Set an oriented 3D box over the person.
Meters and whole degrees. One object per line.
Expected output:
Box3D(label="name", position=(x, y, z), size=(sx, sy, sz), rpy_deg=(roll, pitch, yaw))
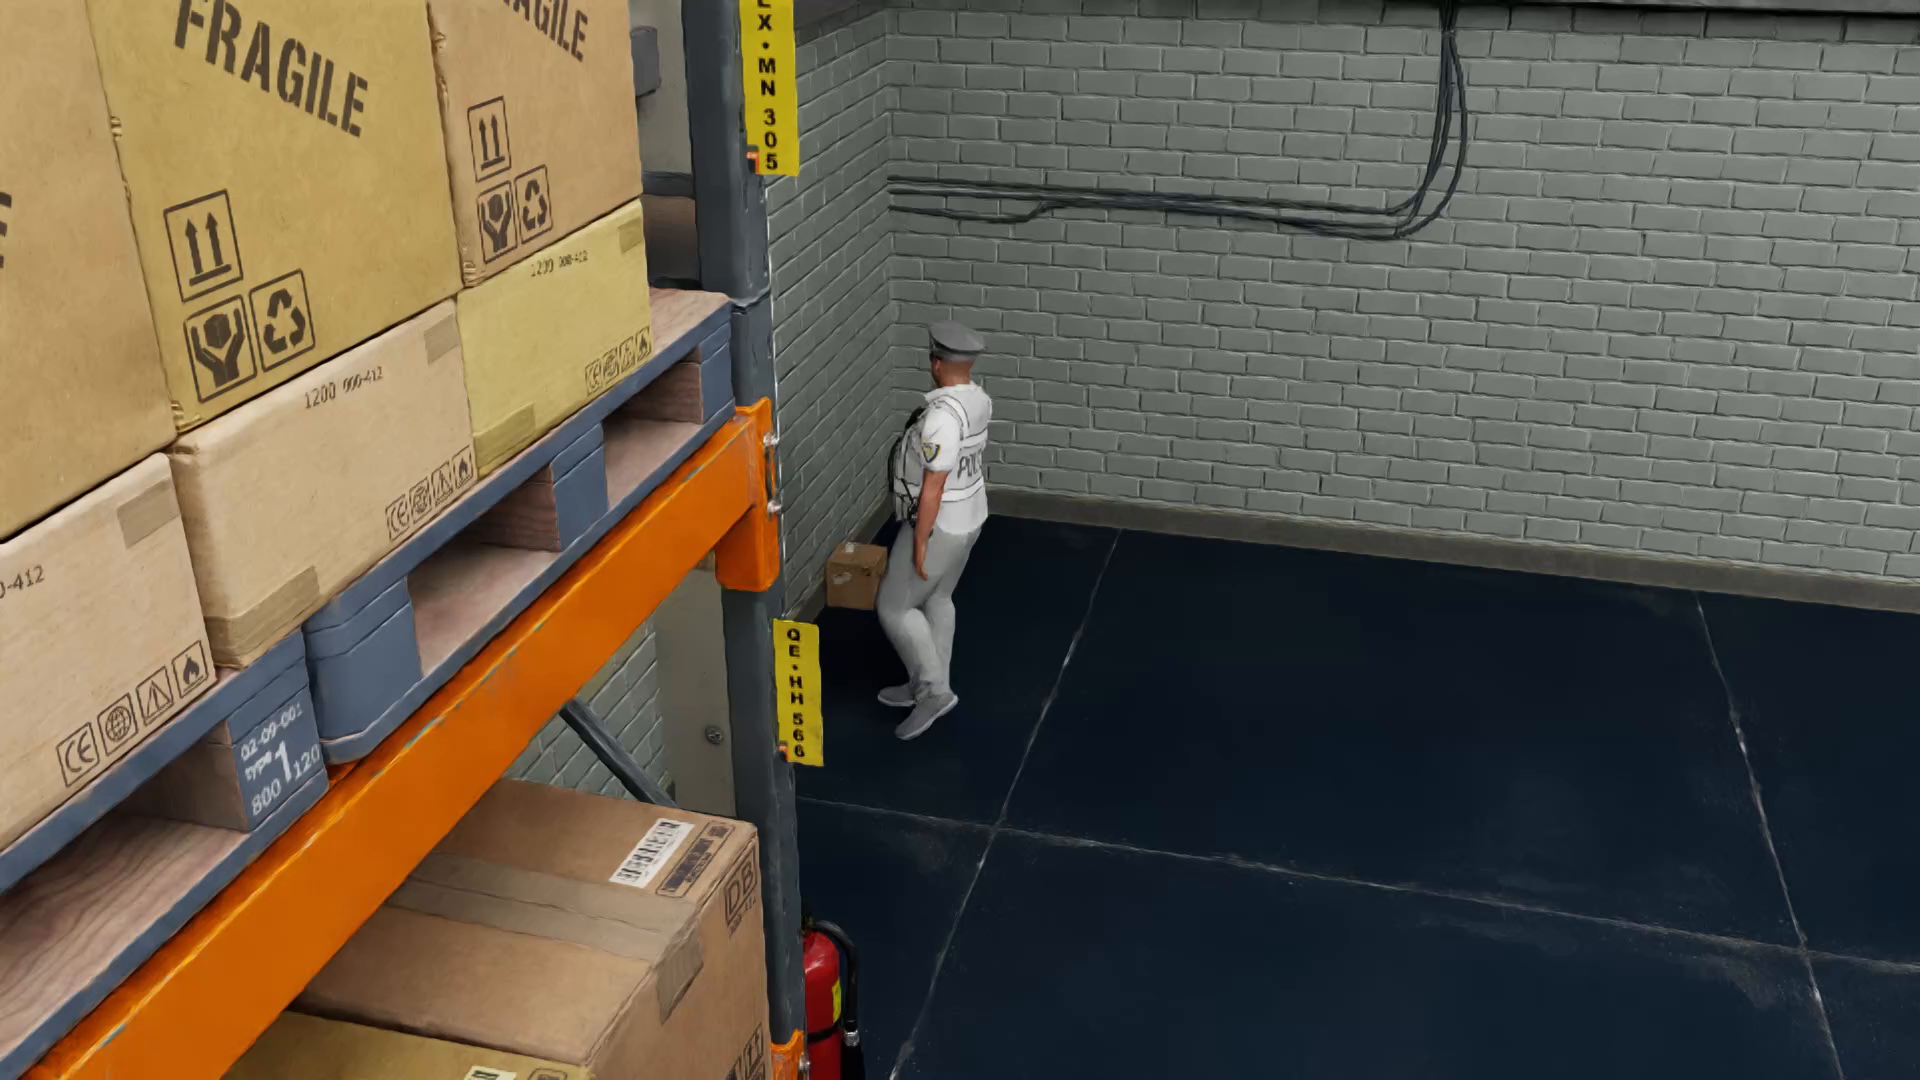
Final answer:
Box3D(label="person", position=(-0.137, -0.046, 7.220), size=(0.455, 1.776, 0.700), rpy_deg=(8, 26, 17))
